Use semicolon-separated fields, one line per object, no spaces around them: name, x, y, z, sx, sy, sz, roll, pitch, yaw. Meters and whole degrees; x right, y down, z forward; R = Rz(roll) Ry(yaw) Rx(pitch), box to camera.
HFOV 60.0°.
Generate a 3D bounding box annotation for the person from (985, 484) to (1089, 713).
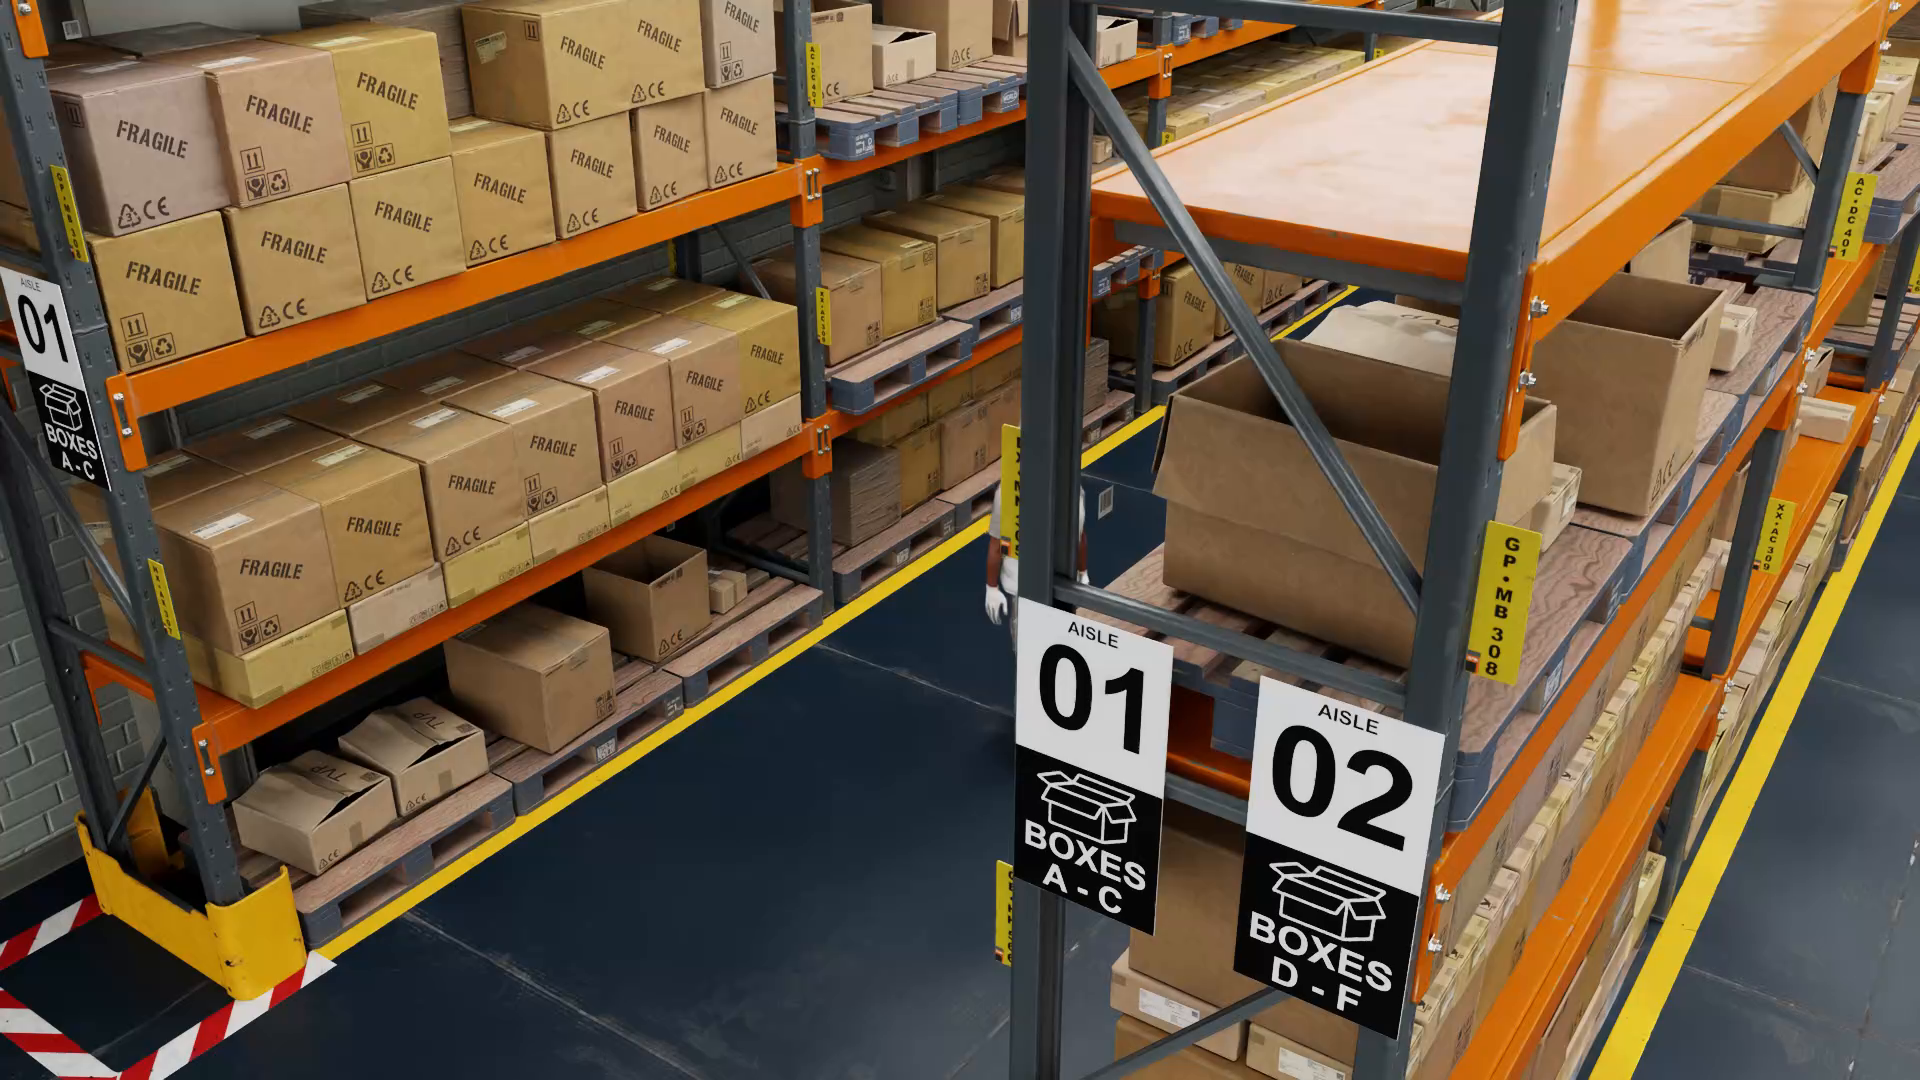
person;0.488;0.298;8.542;0.591;1.762;0.713;-15;30;-26
